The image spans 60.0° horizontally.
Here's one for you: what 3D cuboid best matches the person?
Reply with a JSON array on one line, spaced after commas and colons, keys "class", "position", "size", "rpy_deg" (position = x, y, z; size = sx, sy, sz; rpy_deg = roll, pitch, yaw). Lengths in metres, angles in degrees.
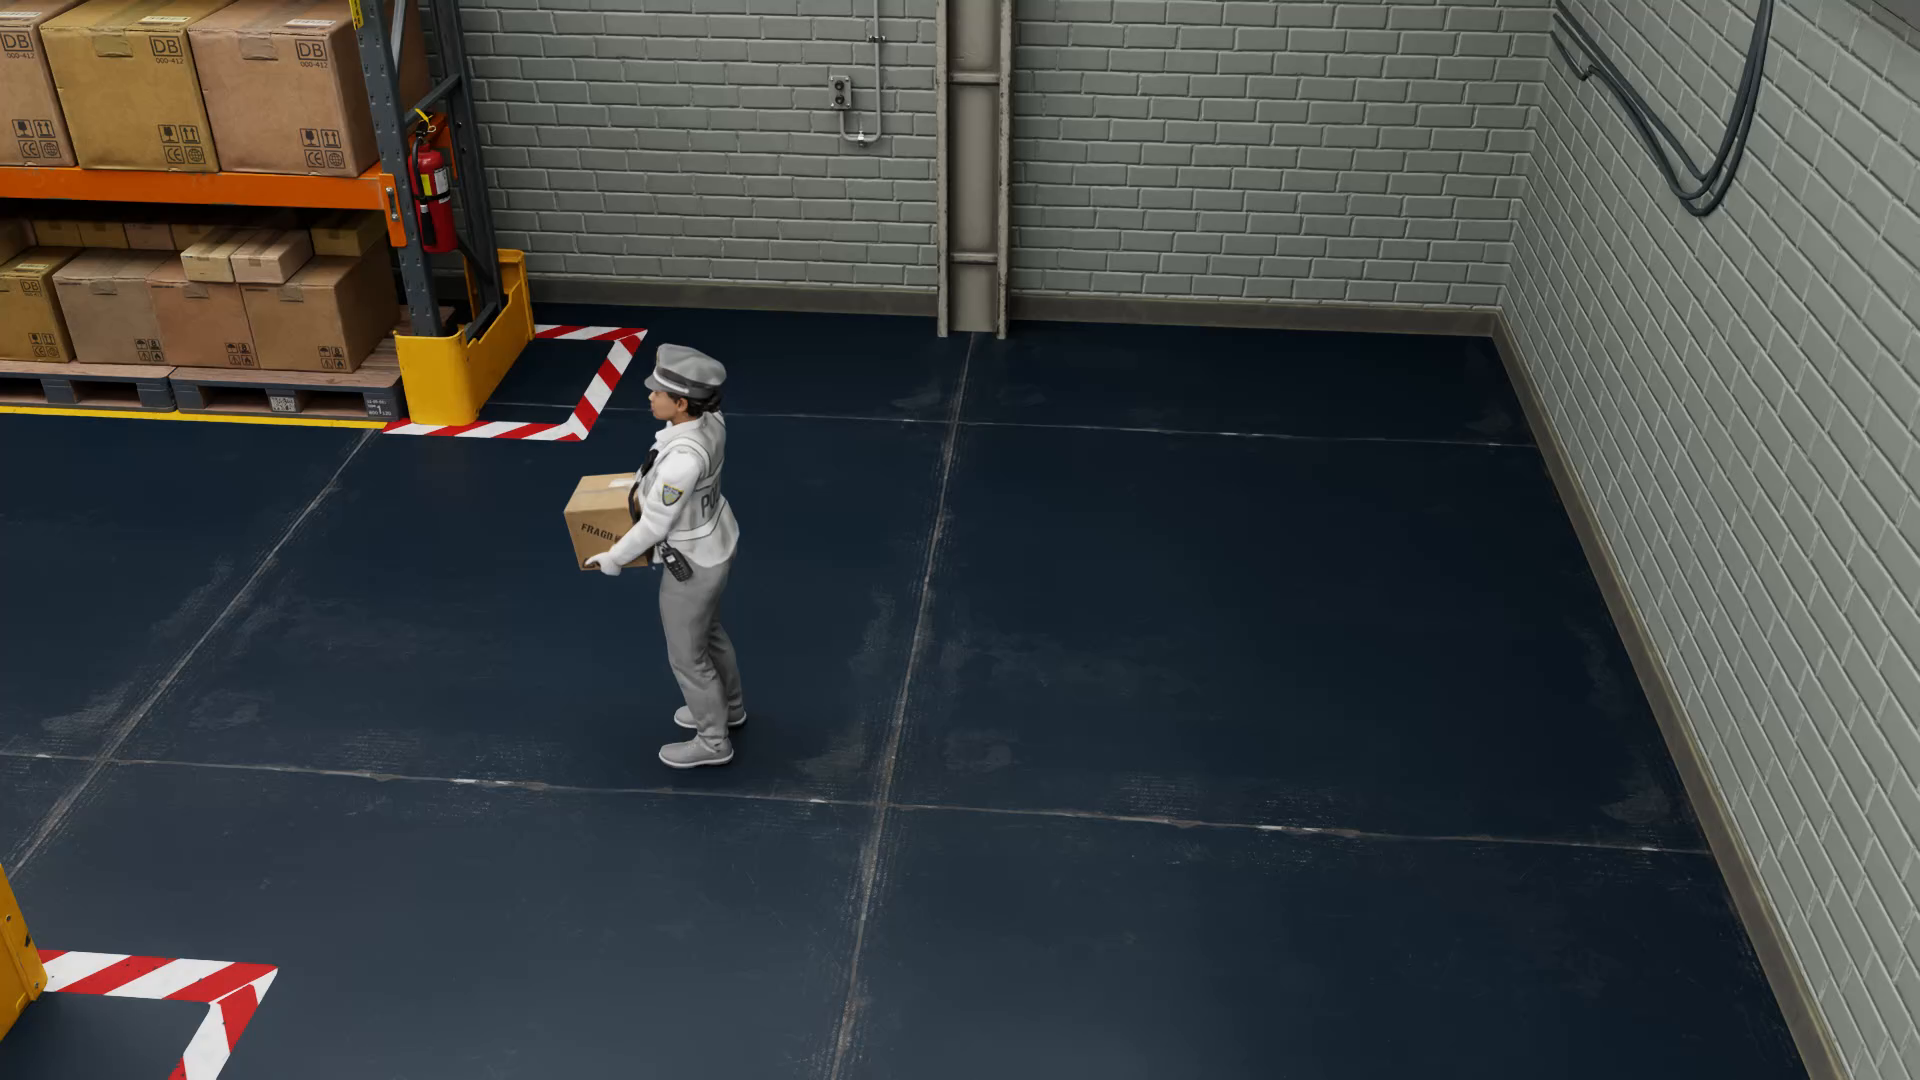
[{"class": "person", "position": [-1.052, 0.064, 6.015], "size": [0.530, 1.691, 0.447], "rpy_deg": [2, 32, 4]}]
